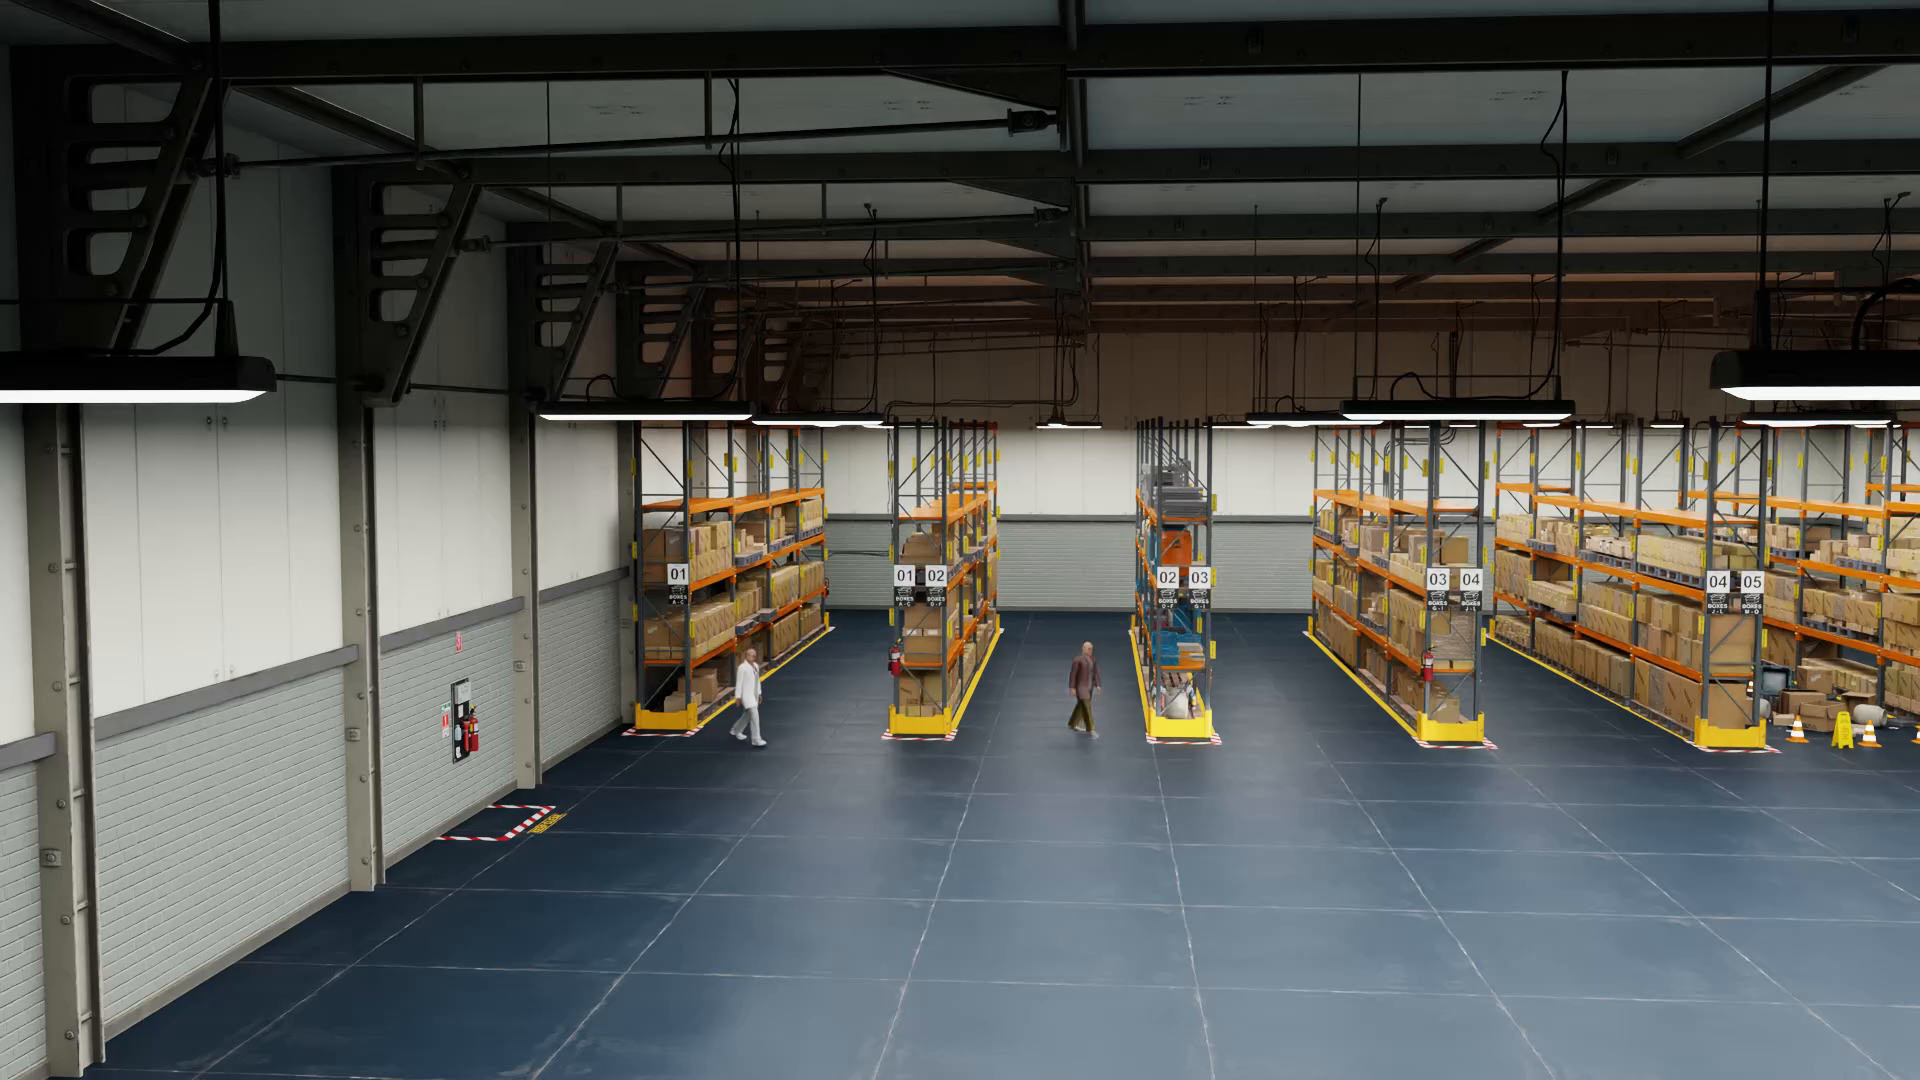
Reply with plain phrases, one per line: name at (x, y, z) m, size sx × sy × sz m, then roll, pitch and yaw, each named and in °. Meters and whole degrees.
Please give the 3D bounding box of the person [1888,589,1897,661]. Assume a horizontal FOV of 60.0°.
person at (23.232, 2.121, 41.456) m, size 0.515 × 1.783 × 0.539 m, roll -1°, pitch 4°, yaw -20°

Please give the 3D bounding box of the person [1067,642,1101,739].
person at (2.368, 2.792, 31.290) m, size 0.956 × 1.753 × 0.600 m, roll 3°, pitch 5°, yaw 41°

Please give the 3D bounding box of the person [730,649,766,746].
person at (-3.886, 2.858, 30.536) m, size 0.973 × 1.743 × 0.591 m, roll 2°, pitch 4°, yaw 23°
